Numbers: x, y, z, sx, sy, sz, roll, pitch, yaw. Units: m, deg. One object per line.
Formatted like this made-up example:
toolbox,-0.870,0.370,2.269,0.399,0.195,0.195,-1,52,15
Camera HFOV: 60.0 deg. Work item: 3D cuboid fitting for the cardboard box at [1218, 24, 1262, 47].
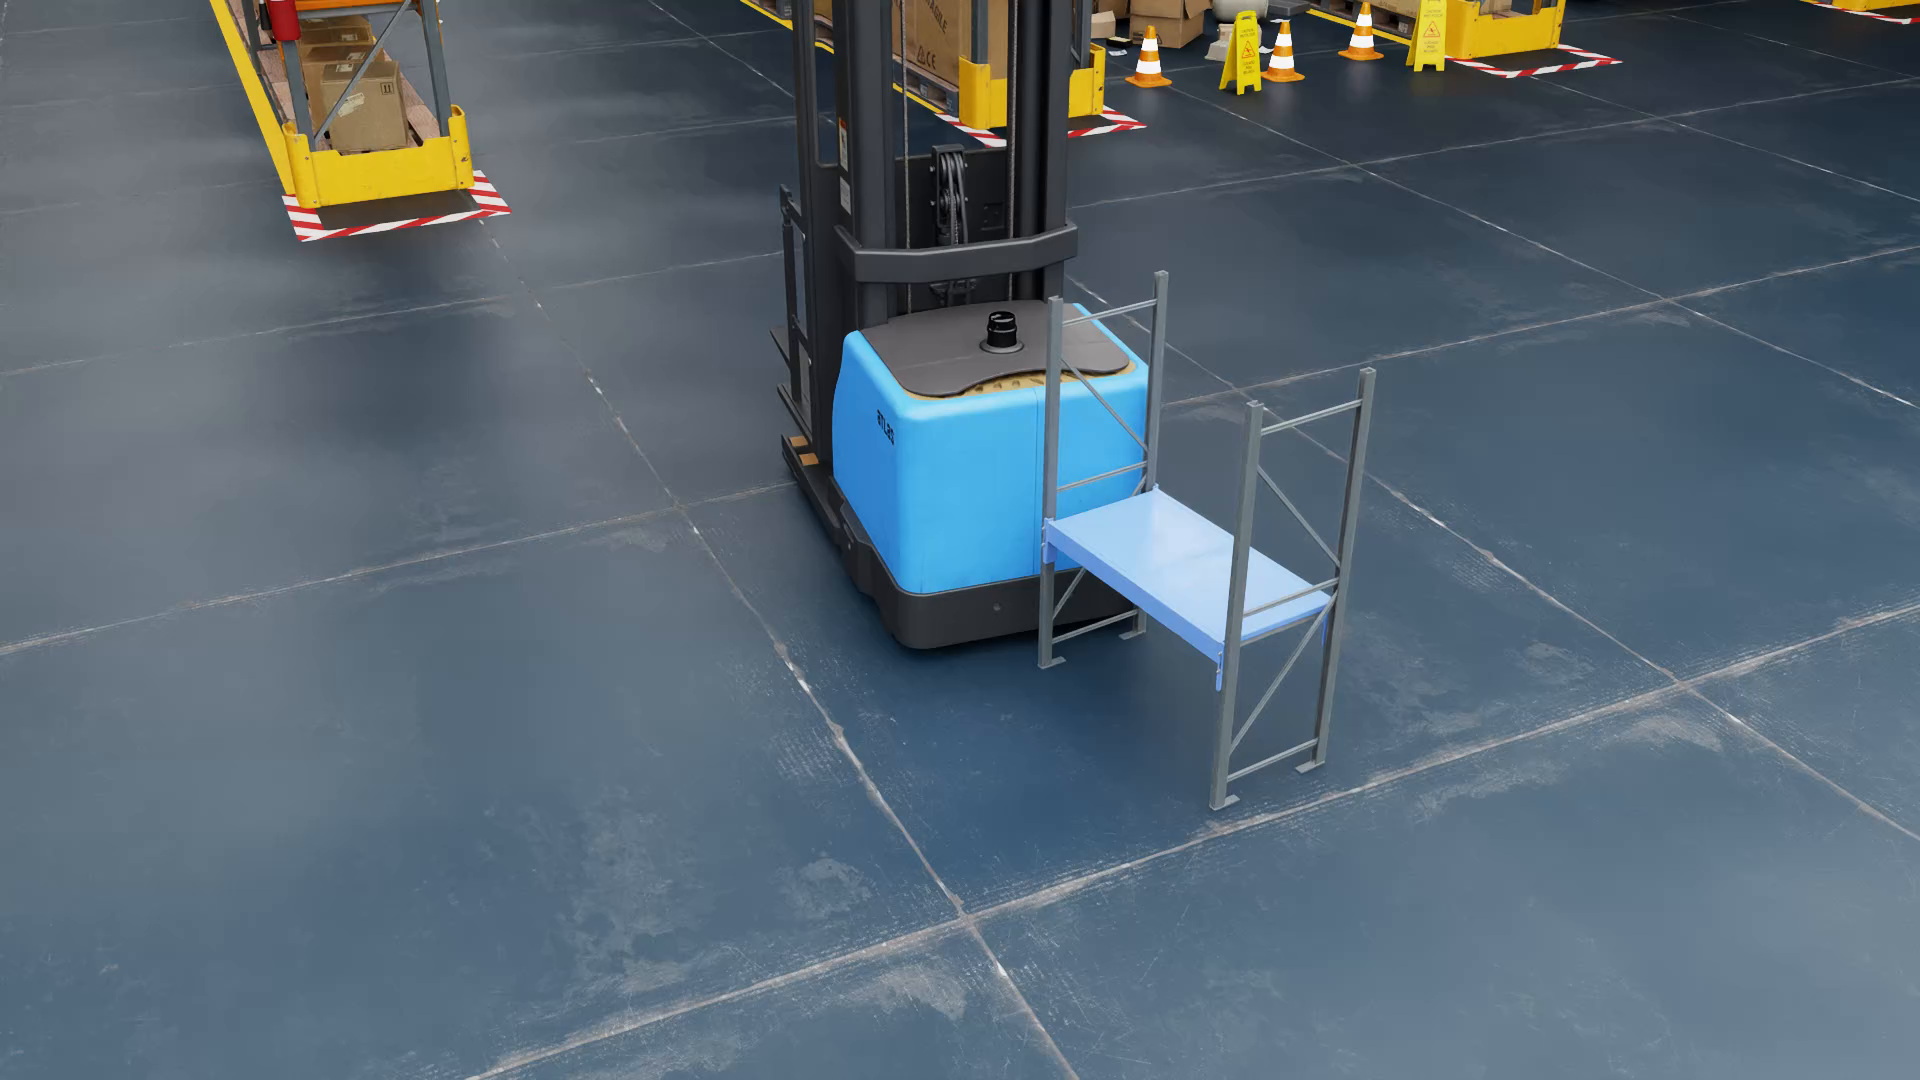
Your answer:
cardboard box,2.601,-4.697,15.475,0.380,0.149,0.250,2,29,4

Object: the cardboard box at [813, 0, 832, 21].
cardboard box,-0.950,-5.433,15.615,0.875,0.875,0.875,-13,32,-21

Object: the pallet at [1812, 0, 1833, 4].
pallet,9.103,-5.943,17.633,1.003,0.211,1.213,-13,32,-22

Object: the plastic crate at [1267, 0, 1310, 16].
plastic crate,3.204,-5.414,16.824,0.583,0.080,0.402,26,38,38

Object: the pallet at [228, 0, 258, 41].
pallet,-6.543,-5.140,16.200,1.003,0.211,1.213,-13,32,-22

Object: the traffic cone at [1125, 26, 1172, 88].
traffic cone,1.615,-4.129,14.140,0.336,0.463,0.334,-13,32,-22

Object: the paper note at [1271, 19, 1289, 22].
paper note,3.143,-5.097,16.309,0.148,0.019,0.142,26,38,38

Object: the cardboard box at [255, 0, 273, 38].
cardboard box,-5.924,-4.850,14.938,0.700,0.500,0.500,-16,33,-26

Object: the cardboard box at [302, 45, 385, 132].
cardboard box,-4.503,-3.335,12.256,0.500,0.500,0.500,-5,30,-9

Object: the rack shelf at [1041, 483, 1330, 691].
rack shelf,0.790,0.139,5.837,0.538,0.185,1.000,-17,34,-28

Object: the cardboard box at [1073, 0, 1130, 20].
cardboard box,1.538,-5.412,16.249,0.797,0.637,0.503,-13,32,-22

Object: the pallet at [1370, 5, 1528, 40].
pallet,4.638,-4.970,15.897,1.003,0.211,1.213,-13,32,-22

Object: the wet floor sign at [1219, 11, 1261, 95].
wet floor sign,2.361,-4.078,13.864,0.267,0.644,0.232,-19,35,-30

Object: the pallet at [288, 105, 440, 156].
pallet,-4.312,-2.889,12.187,1.003,0.211,1.213,-13,32,-22

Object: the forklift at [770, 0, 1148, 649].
forklift,-0.199,-1.567,7.048,1.130,2.935,3.031,-9,31,-16

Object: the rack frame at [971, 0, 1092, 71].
rack frame,0.560,-4.702,12.569,1.000,3.000,0.127,-13,32,-22

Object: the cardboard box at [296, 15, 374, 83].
cardboard box,-4.954,-3.871,13.213,0.500,0.500,0.500,-16,33,-26

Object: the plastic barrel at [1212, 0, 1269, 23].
plastic barrel,2.734,-5.257,16.193,0.512,0.421,0.421,7,30,13

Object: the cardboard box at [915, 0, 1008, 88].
cardboard box,0.210,-4.244,13.495,0.875,0.875,0.875,-13,32,-22

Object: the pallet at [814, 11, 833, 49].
pallet,-0.901,-4.901,15.774,1.003,0.211,1.213,-13,32,-22

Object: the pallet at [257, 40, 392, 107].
pallet,-5.360,-3.967,14.109,1.003,0.211,1.213,-13,32,-22

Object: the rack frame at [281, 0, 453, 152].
rack frame,-3.963,-3.706,10.791,1.000,3.000,0.127,-13,32,-22

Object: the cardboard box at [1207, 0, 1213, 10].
cardboard box,2.502,-5.705,16.910,0.500,0.500,0.500,7,30,13

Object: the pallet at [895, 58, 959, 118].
pallet,0.146,-3.823,13.852,1.003,0.211,1.213,-13,32,-22

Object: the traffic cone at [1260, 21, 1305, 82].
traffic cone,2.781,-4.216,14.295,0.336,0.463,0.334,-13,32,-22

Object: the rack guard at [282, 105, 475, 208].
rack guard,-3.995,-2.649,11.463,1.175,0.500,0.348,-13,32,-22

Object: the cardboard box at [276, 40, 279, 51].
cardboard box,-5.544,-4.380,14.121,0.500,0.500,0.500,-14,32,-23

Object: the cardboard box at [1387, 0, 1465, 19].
cardboard box,4.387,-5.081,15.627,0.500,0.250,0.500,-13,32,-22

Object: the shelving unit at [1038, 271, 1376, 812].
shelving unit,0.790,-0.018,5.749,0.538,1.500,1.048,-17,34,-28

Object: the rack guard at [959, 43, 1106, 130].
rack guard,0.571,-3.601,13.162,1.175,0.500,0.348,-13,32,-22

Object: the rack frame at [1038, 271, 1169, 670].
rack frame,0.517,-0.228,6.123,0.500,1.500,0.032,-17,34,-28
